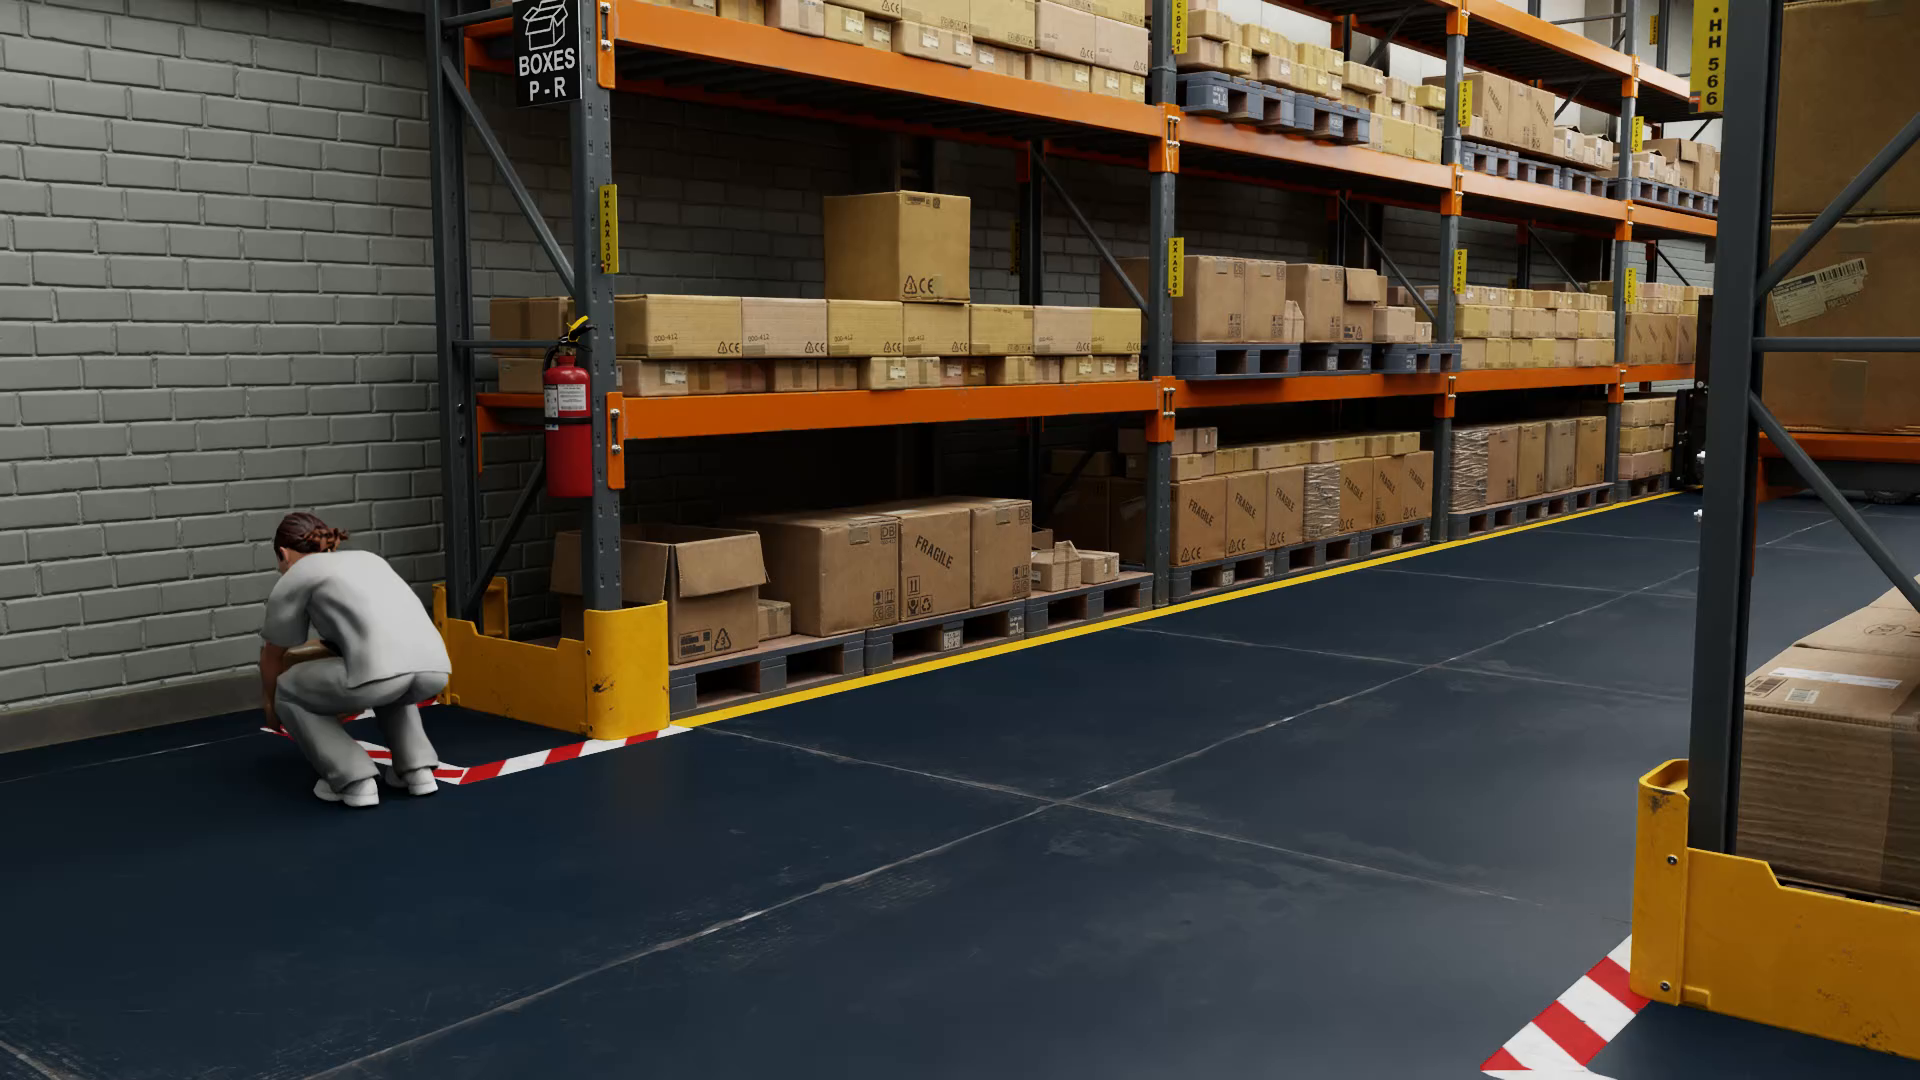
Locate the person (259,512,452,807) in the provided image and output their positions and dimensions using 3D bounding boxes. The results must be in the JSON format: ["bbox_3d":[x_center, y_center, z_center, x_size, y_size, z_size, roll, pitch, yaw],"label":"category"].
[{"bbox_3d":[-2.067,0.387,5.633,0.811,0.938,0.486,6,9,44],"label":"person"}]
